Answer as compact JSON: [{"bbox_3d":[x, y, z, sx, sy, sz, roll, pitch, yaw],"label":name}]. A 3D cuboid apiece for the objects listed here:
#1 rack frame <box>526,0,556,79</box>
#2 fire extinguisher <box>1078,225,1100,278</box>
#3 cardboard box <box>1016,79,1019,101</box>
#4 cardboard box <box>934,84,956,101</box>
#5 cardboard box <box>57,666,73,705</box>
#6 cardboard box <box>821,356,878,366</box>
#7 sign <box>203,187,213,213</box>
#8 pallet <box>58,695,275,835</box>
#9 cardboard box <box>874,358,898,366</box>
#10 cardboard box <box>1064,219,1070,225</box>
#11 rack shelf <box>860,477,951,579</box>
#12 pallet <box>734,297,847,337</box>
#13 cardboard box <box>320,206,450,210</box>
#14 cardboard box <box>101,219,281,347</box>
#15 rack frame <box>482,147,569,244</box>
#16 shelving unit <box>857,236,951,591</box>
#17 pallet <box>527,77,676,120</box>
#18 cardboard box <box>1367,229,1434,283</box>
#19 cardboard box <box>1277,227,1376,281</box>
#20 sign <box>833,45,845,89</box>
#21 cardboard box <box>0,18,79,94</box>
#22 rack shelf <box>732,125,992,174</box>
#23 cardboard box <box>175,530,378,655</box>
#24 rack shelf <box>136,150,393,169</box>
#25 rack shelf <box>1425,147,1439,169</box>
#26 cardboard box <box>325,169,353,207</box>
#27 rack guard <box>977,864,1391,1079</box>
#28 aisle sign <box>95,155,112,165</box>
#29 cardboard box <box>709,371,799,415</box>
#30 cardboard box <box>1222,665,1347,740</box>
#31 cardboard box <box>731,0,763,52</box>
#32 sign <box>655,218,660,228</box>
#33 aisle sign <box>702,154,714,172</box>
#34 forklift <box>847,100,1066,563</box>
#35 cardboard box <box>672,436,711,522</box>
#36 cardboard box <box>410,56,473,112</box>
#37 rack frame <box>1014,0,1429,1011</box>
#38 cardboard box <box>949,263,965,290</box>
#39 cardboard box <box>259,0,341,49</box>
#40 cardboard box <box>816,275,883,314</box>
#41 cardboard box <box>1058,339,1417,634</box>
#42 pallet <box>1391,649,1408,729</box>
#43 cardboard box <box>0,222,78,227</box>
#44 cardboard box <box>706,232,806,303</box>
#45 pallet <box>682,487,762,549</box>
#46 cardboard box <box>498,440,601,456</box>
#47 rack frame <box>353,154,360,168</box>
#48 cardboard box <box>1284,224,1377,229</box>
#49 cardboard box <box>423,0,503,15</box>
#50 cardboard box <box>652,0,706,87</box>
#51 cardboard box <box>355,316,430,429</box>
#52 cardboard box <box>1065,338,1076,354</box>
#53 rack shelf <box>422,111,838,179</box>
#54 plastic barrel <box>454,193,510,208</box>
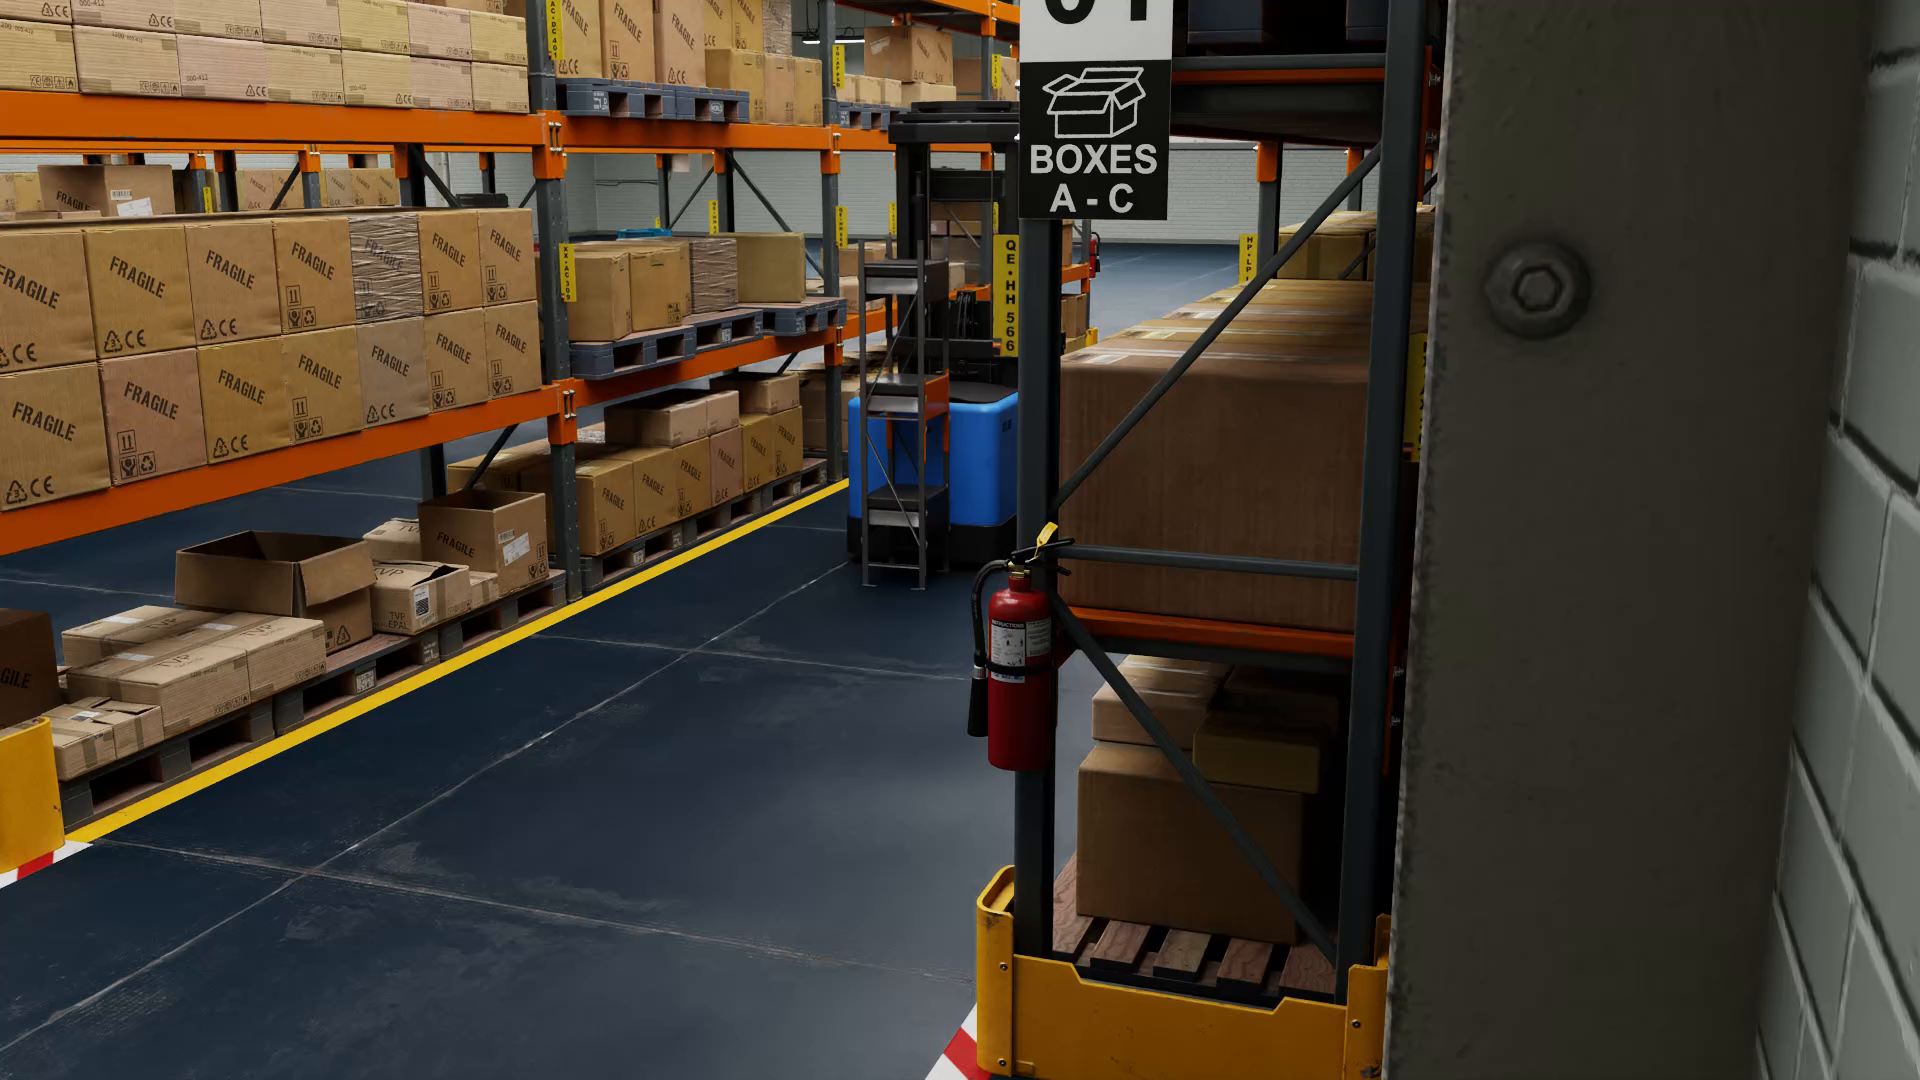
[{"bbox_3d":[-2.748,-4.058,9.038,1.000,3.000,0.127,4,14,18],"label":"rack frame"},{"bbox_3d":[1.613,-3.614,20.747,0.296,0.674,0.183,4,14,18],"label":"fire extinguisher"},{"bbox_3d":[0.428,-4.711,17.579,0.500,0.311,0.500,4,13,15],"label":"cardboard box"},{"bbox_3d":[-0.368,-4.283,16.156,0.500,0.250,0.500,6,14,24],"label":"cardboard box"},{"bbox_3d":[-3.883,0.664,7.206,0.380,0.166,0.250,4,14,18],"label":"cardboard box"},{"bbox_3d":[-1.025,-1.563,15.561,0.500,0.311,0.500,5,14,20],"label":"cardboard box"},{"bbox_3d":[-9.005,-4.057,19.913,0.100,0.325,0.005,4,14,18],"label":"sign"},{"bbox_3d":[-3.760,0.884,7.132,1.003,0.211,1.213,4,14,18],"label":"pallet"},{"bbox_3d":[-0.511,-1.529,15.414,0.500,0.311,0.500,4,14,18],"label":"cardboard box"},{"bbox_3d":[1.108,-3.876,20.038,0.380,0.149,0.250,5,14,20],"label":"cardboard box"},{"bbox_3d":[-0.333,-0.082,10.330,0.431,0.518,0.480,4,13,16],"label":"rack shelf"},{"bbox_3d":[-1.606,-1.734,12.769,1.213,0.211,1.003,4,14,18],"label":"pallet"},{"bbox_3d":[-3.166,-1.591,9.237,0.500,0.500,0.500,5,14,20],"label":"cardboard box"},{"bbox_3d":[-3.320,-1.118,7.164,0.500,0.500,0.500,5,14,19],"label":"cardboard box"},{"bbox_3d":[-4.845,-3.175,18.651,1.000,3.000,0.127,4,14,18],"label":"rack frame"},{"bbox_3d":[-0.333,-0.778,10.171,0.431,2.100,0.503,4,13,16],"label":"shelving unit"},{"bbox_3d":[-2.470,-2.637,9.972,1.213,0.211,1.003,4,14,18],"label":"pallet"},{"bbox_3d":[2.336,-1.425,8.359,0.500,0.250,0.500,5,14,20],"label":"cardboard box"},{"bbox_3d":[1.850,-1.464,8.528,0.500,0.250,0.500,5,14,20],"label":"cardboard box"},{"bbox_3d":[-0.941,-3.651,12.831,0.100,0.325,0.005,4,14,18],"label":"sign"},{"bbox_3d":[-3.635,-1.770,6.092,0.500,0.250,0.500,4,14,18],"label":"cardboard box"},{"bbox_3d":[-0.806,-3.508,14.987,1.077,0.370,4.000,4,14,18],"label":"rack shelf"},{"bbox_3d":[-3.351,0.265,8.200,0.797,0.503,0.637,4,14,18],"label":"cardboard box"},{"bbox_3d":[-8.884,-5.065,21.805,1.077,0.370,4.000,4,14,18],"label":"rack shelf"},{"bbox_3d":[5.176,-3.995,17.118,1.077,0.370,4.000,4,14,18],"label":"rack shelf"},{"bbox_3d":[-8.502,-4.711,22.239,0.500,0.500,0.500,4,14,18],"label":"cardboard box"},{"bbox_3d":[0.639,1.288,4.712,1.175,0.500,0.348,4,14,18],"label":"rack guard"},{"bbox_3d":[-13.159,-6.056,25.432,0.394,0.787,0.004,4,14,18],"label":"aisle sign"},{"bbox_3d":[-1.548,-1.111,12.551,0.500,0.250,0.500,5,14,21],"label":"cardboard box"},{"bbox_3d":[1.090,0.542,5.582,0.380,0.149,0.250,4,14,19],"label":"cardboard box"},{"bbox_3d":[-1.766,-3.776,12.068,0.500,0.500,0.500,4,14,18],"label":"cardboard box"},{"bbox_3d":[-4.070,-4.193,22.488,0.100,0.325,0.005,4,14,18],"label":"sign"},{"bbox_3d":[-3.246,-5.279,22.025,0.394,0.787,0.004,4,14,18],"label":"aisle sign"},{"bbox_3d":[0.181,-1.561,11.735,1.130,2.935,3.031,4,13,16],"label":"forklift"},{"bbox_3d":[-2.030,-0.431,11.258,0.500,0.500,0.500,5,14,19],"label":"cardboard box"},{"bbox_3d":[-2.825,-2.297,8.398,0.500,0.250,0.500,4,14,18],"label":"cardboard box"},{"bbox_3d":[0.647,0.065,4.456,1.000,3.000,0.127,4,14,18],"label":"rack frame"},{"bbox_3d":[-0.277,-2.638,16.634,0.500,0.250,0.500,5,14,22],"label":"cardboard box"},{"bbox_3d":[-3.140,-2.329,7.417,0.500,0.250,0.500,4,14,18],"label":"cardboard box"},{"bbox_3d":[-0.981,-2.107,14.169,0.500,0.311,0.500,4,14,18],"label":"cardboard box"},{"bbox_3d":[0.802,-0.190,4.897,0.980,0.700,0.700,5,14,21],"label":"cardboard box"},{"bbox_3d":[1.621,0.736,7.780,1.003,0.211,1.213,4,14,18],"label":"pallet"},{"bbox_3d":[-3.995,-1.047,6.857,0.500,0.500,0.500,5,14,20],"label":"cardboard box"},{"bbox_3d":[-1.551,-2.088,12.721,0.700,0.500,0.500,0,13,-1],"label":"cardboard box"},{"bbox_3d":[-2.127,-0.206,11.907,1.003,0.211,1.213,4,14,18],"label":"pallet"},{"bbox_3d":[-2.691,-0.357,10.934,0.500,0.500,0.500,4,14,19],"label":"cardboard box"},{"bbox_3d":[-8.237,-4.374,23.904,1.000,3.000,0.127,4,14,18],"label":"rack frame"},{"bbox_3d":[2.024,-1.570,8.997,0.500,0.250,0.500,5,14,20],"label":"cardboard box"},{"bbox_3d":[-2.869,-3.027,8.789,0.700,0.500,0.500,4,14,18],"label":"cardboard box"},{"bbox_3d":[-2.086,-3.280,10.976,0.600,0.600,0.600,4,13,16],"label":"cardboard box"},{"bbox_3d":[-2.996,-0.842,8.202,0.500,0.500,0.500,5,14,20],"label":"cardboard box"},{"bbox_3d":[1.091,-2.284,19.982,0.500,0.250,0.500,4,14,18],"label":"cardboard box"},{"bbox_3d":[-2.101,-2.666,11.297,1.077,0.370,4.000,4,14,18],"label":"rack shelf"},{"bbox_3d":[-5.257,-3.360,18.335,0.600,0.901,0.708,4,14,18],"label":"plastic barrel"}]
